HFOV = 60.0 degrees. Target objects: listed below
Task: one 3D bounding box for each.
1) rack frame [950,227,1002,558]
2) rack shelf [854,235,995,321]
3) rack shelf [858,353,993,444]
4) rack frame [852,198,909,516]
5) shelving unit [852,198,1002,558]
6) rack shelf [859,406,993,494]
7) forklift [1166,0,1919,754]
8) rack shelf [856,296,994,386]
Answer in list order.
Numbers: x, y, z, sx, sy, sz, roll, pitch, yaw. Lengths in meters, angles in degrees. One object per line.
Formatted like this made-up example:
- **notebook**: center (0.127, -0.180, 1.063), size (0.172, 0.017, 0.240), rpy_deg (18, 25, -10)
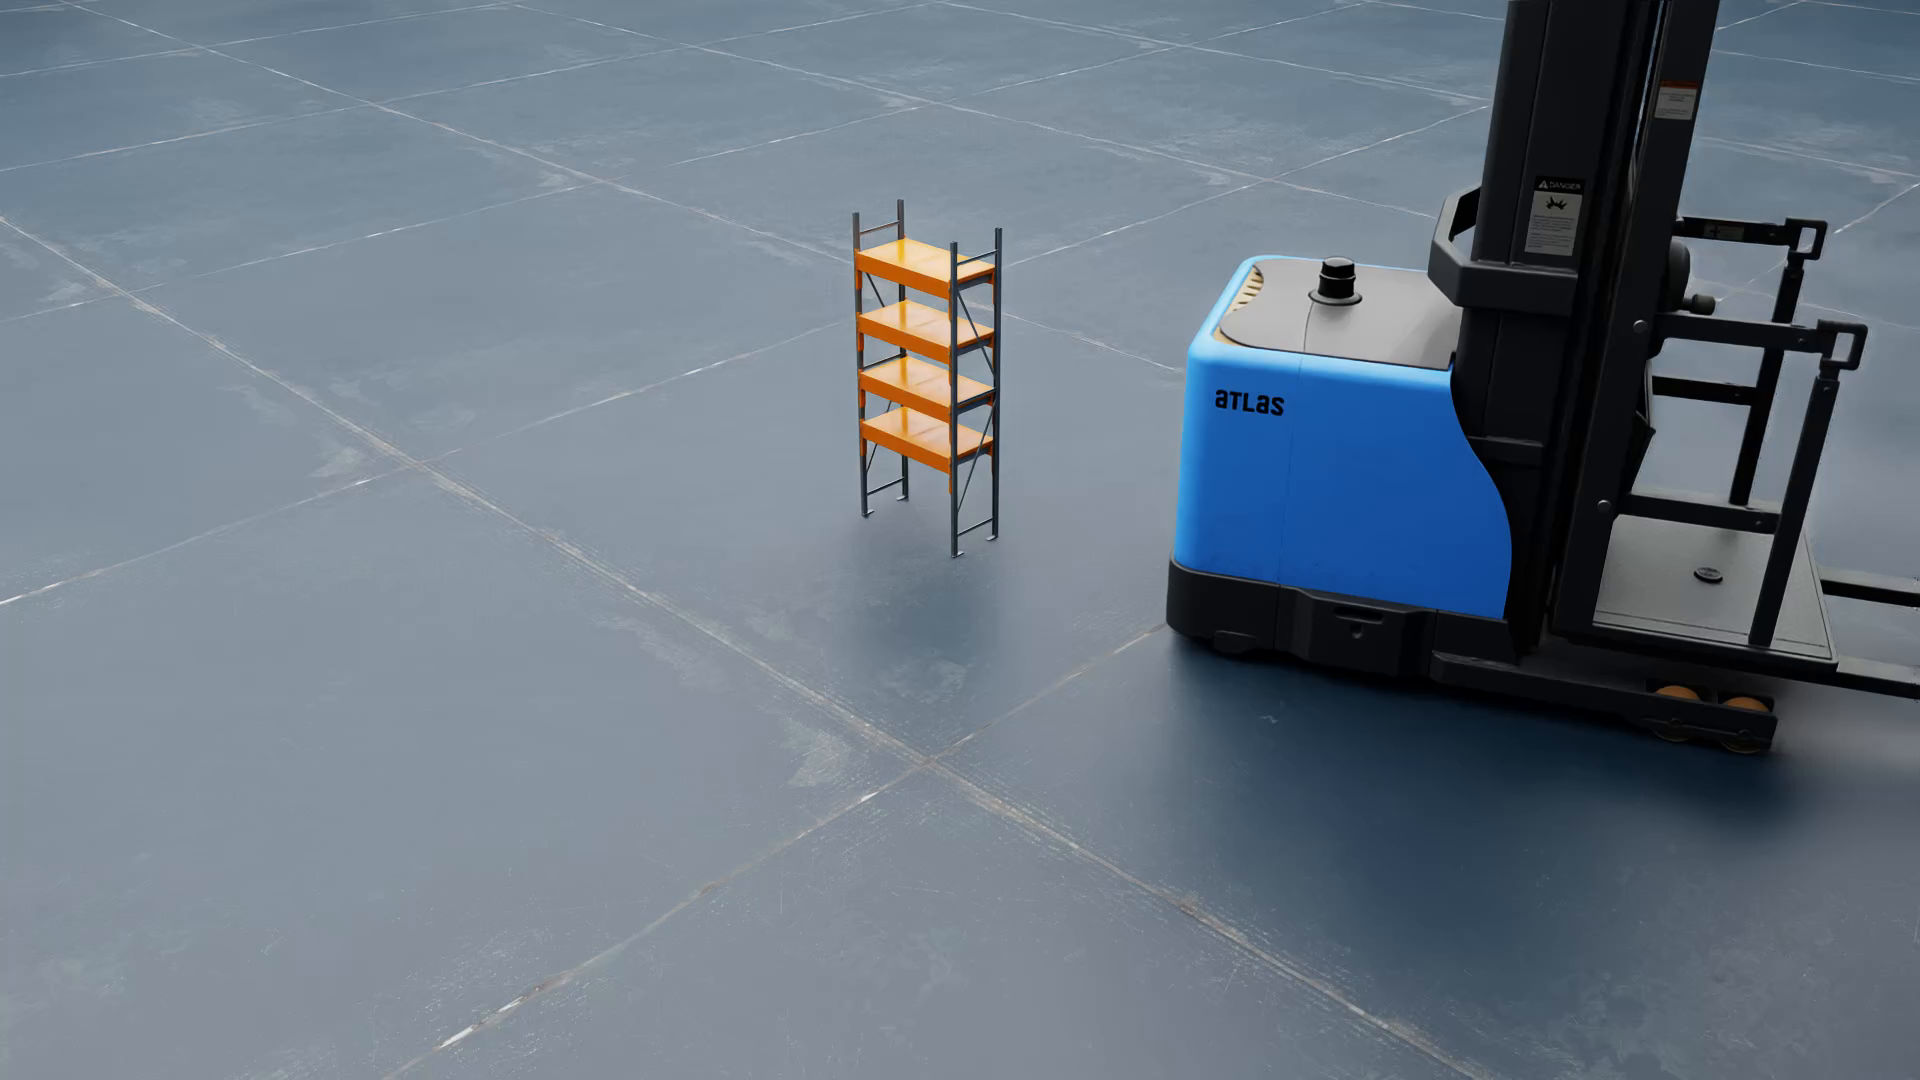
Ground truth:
- **rack frame**: center (0.056, -0.505, 5.922), size (0.015, 1.200, 0.240), rpy_deg (25, 36, 38)
- **rack shelf**: center (-0.118, -0.933, 5.891), size (0.480, 0.148, 0.258), rpy_deg (25, 36, 38)
- **rack shelf**: center (-0.118, -0.526, 6.105), size (0.480, 0.148, 0.258), rpy_deg (25, 36, 38)
- **rack frame**: center (-0.292, -0.665, 6.225), size (0.015, 1.200, 0.240), rpy_deg (25, 36, 38)
- **shelving unit**: center (-0.118, -0.585, 6.073), size (0.503, 1.200, 0.258), rpy_deg (25, 36, 38)
- **rack shelf**: center (-0.118, -0.350, 6.197), size (0.480, 0.148, 0.258), rpy_deg (25, 36, 38)
- **forklift**: center (2.265, -0.931, 4.872), size (3.031, 2.935, 1.130), rpy_deg (9, 29, 17)
- **rack shelf**: center (-0.118, -0.724, 6.001), size (0.480, 0.148, 0.258), rpy_deg (25, 36, 38)
